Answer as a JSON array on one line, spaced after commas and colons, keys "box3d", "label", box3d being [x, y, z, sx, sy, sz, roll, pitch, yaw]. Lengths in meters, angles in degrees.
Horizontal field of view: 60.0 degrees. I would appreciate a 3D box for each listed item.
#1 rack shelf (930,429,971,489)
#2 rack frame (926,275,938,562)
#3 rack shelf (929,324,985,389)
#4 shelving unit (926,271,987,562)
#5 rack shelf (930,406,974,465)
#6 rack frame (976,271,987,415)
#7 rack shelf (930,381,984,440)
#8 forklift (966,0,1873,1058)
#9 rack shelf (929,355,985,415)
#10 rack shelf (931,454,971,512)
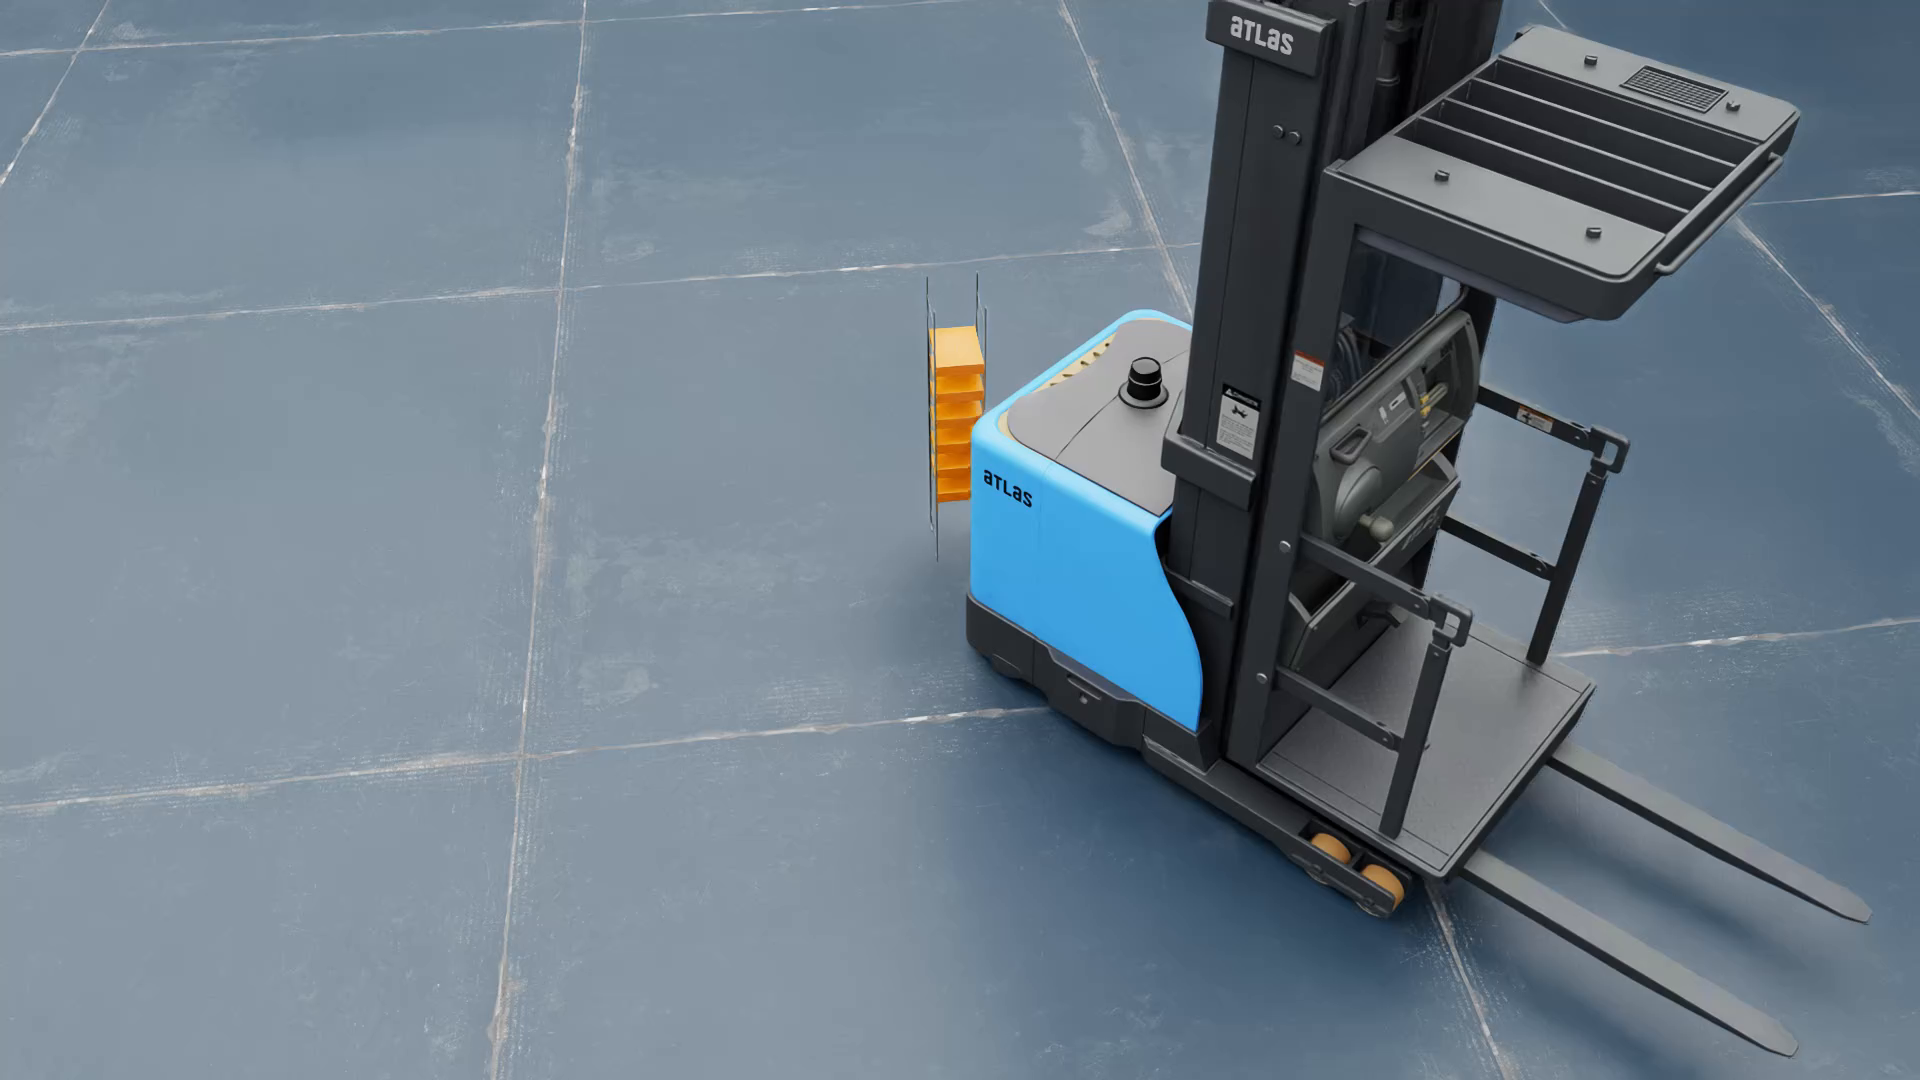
[{"box3d": [-0.014, -0.322, 6.457, 0.180, 0.103, 0.258, -5, 42, -6], "label": "rack shelf"}, {"box3d": [-0.105, -0.436, 6.338, 0.006, 1.200, 0.240, -5, 42, -6], "label": "rack frame"}, {"box3d": [-0.014, -0.679, 6.135, 0.180, 0.103, 0.258, -5, 42, -6], "label": "rack shelf"}, {"box3d": [-0.014, -0.444, 6.347, 0.189, 1.200, 0.258, -5, 42, -6], "label": "shelving unit"}, {"box3d": [-0.014, -0.411, 6.376, 0.180, 0.103, 0.258, -5, 42, -6], "label": "rack shelf"}, {"box3d": [0.076, -0.452, 6.356, 0.006, 1.200, 0.240, -5, 42, -6], "label": "rack frame"}, {"box3d": [-0.014, -0.500, 6.296, 0.180, 0.103, 0.258, -5, 42, -6], "label": "rack shelf"}, {"box3d": [1.465, -0.272, 4.863, 3.031, 2.935, 1.130, 30, 50, 29], "label": "forklift"}, {"box3d": [-0.014, -0.589, 6.216, 0.180, 0.103, 0.258, -5, 42, -6], "label": "rack shelf"}, {"box3d": [-0.014, -0.233, 6.537, 0.180, 0.103, 0.258, -5, 42, -6], "label": "rack shelf"}]
